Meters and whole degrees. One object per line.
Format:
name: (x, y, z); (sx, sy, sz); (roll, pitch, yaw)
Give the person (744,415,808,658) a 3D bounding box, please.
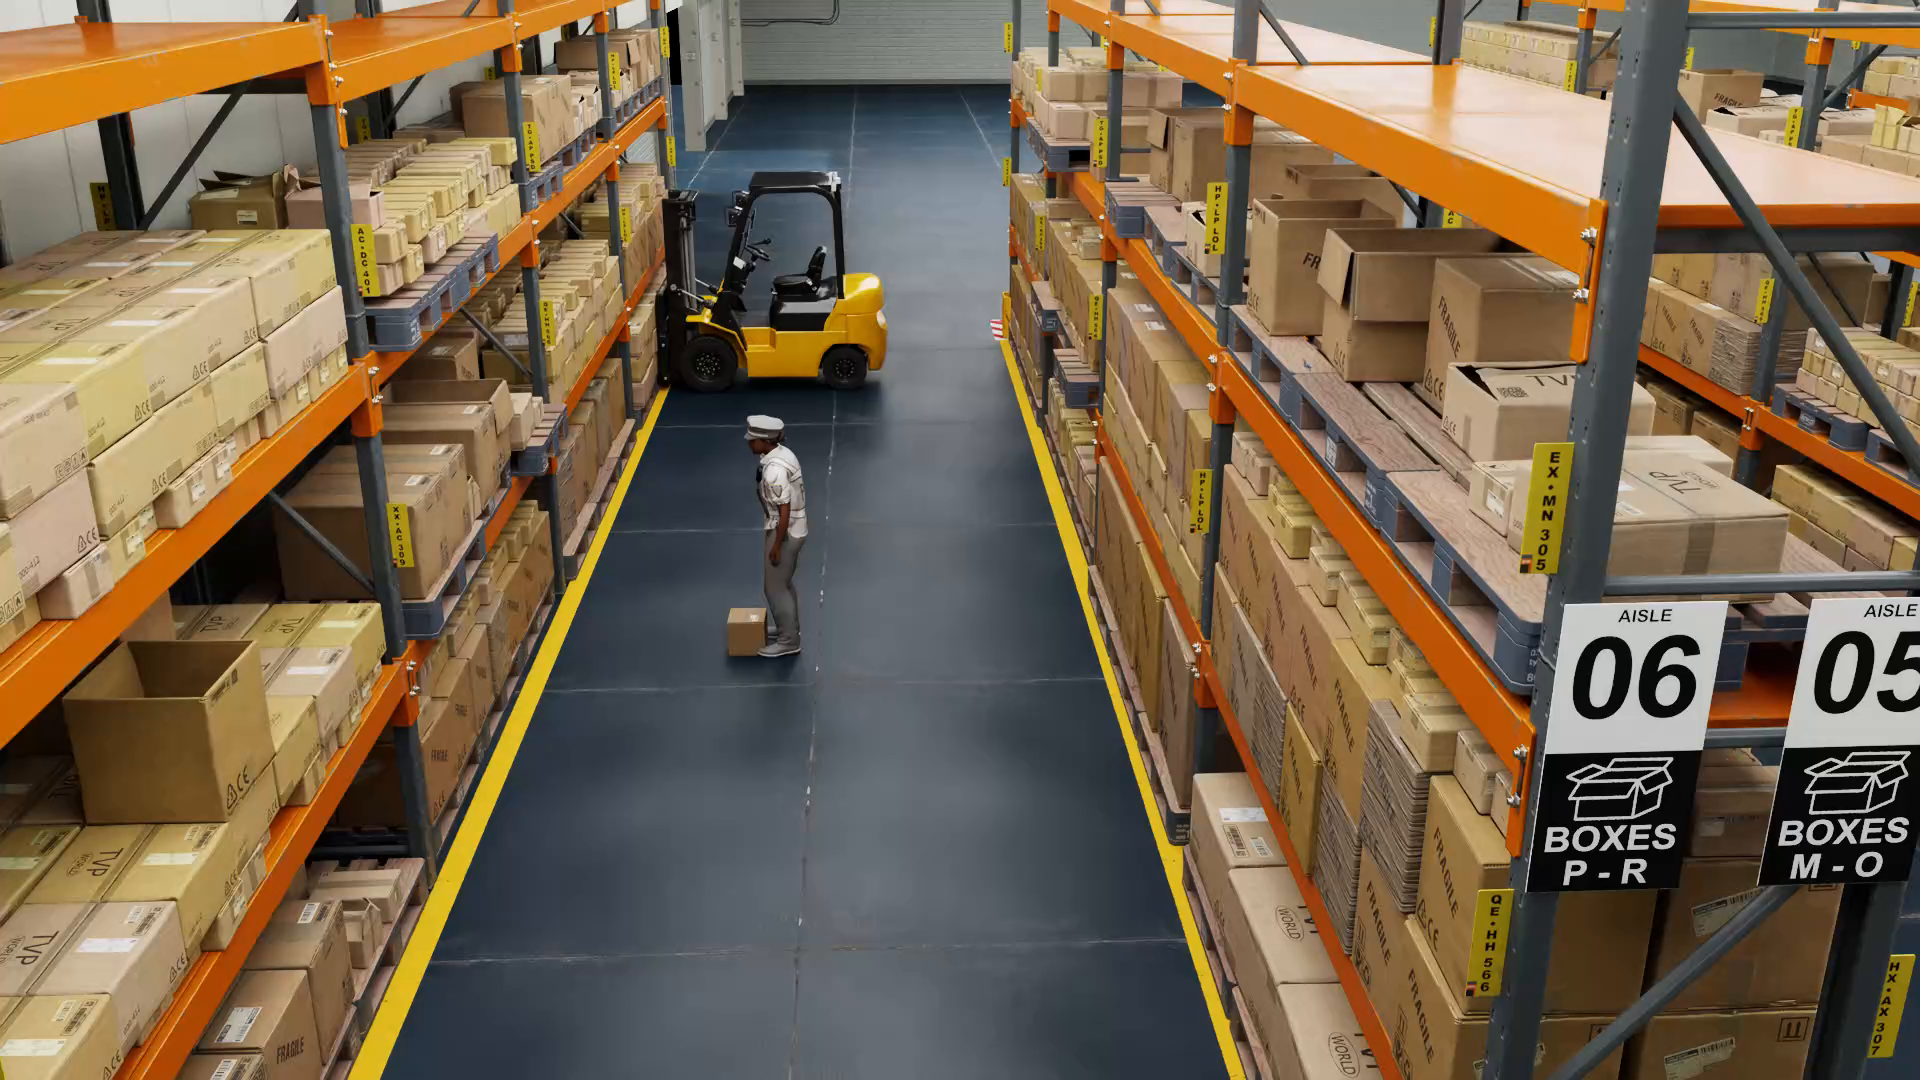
person: (-1.221, -0.039, 11.176); (0.393, 1.663, 0.532); (-2, 21, -6)
